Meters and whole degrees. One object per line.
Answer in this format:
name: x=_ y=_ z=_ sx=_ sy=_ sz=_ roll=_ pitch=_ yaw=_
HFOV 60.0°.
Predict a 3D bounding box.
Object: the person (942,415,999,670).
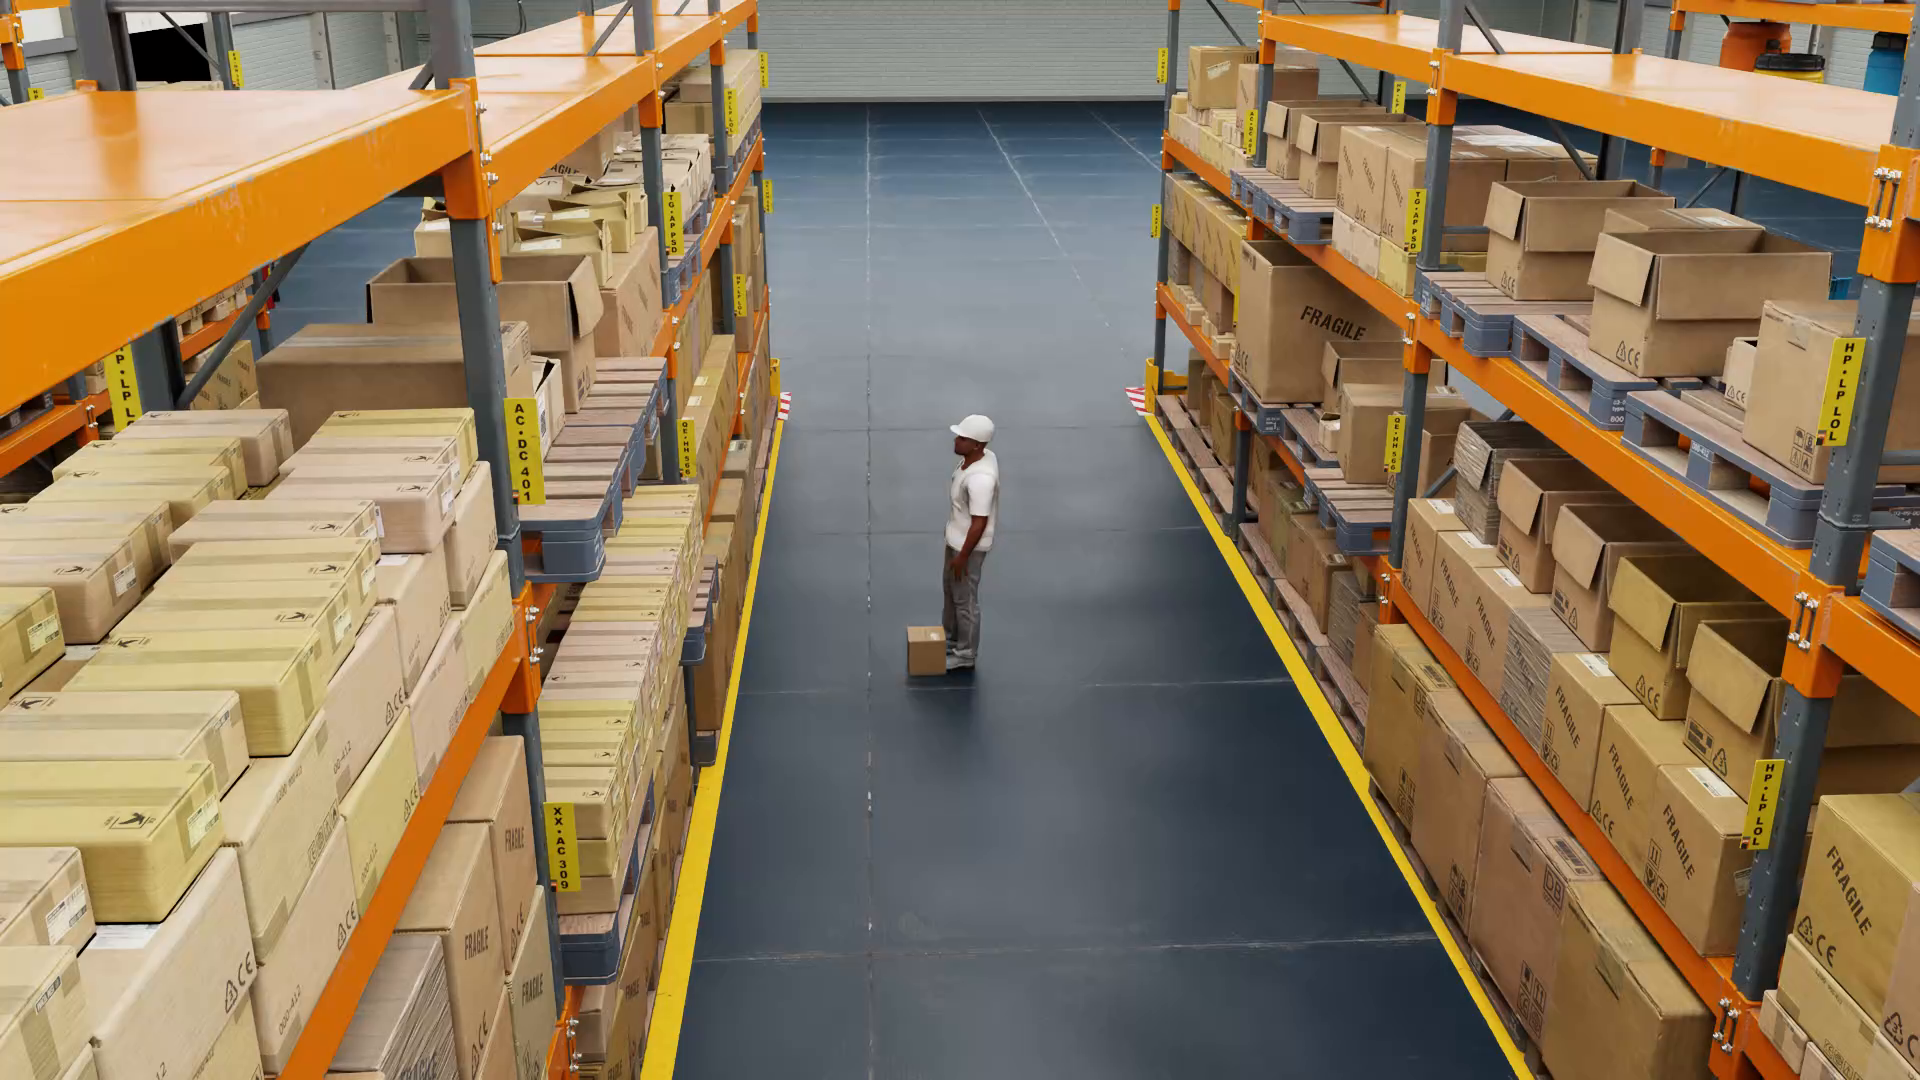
person: x=-0.028 y=0.015 z=10.975 sx=0.576 sy=1.766 sz=0.651 roll=-1 pitch=20 yaw=-3
